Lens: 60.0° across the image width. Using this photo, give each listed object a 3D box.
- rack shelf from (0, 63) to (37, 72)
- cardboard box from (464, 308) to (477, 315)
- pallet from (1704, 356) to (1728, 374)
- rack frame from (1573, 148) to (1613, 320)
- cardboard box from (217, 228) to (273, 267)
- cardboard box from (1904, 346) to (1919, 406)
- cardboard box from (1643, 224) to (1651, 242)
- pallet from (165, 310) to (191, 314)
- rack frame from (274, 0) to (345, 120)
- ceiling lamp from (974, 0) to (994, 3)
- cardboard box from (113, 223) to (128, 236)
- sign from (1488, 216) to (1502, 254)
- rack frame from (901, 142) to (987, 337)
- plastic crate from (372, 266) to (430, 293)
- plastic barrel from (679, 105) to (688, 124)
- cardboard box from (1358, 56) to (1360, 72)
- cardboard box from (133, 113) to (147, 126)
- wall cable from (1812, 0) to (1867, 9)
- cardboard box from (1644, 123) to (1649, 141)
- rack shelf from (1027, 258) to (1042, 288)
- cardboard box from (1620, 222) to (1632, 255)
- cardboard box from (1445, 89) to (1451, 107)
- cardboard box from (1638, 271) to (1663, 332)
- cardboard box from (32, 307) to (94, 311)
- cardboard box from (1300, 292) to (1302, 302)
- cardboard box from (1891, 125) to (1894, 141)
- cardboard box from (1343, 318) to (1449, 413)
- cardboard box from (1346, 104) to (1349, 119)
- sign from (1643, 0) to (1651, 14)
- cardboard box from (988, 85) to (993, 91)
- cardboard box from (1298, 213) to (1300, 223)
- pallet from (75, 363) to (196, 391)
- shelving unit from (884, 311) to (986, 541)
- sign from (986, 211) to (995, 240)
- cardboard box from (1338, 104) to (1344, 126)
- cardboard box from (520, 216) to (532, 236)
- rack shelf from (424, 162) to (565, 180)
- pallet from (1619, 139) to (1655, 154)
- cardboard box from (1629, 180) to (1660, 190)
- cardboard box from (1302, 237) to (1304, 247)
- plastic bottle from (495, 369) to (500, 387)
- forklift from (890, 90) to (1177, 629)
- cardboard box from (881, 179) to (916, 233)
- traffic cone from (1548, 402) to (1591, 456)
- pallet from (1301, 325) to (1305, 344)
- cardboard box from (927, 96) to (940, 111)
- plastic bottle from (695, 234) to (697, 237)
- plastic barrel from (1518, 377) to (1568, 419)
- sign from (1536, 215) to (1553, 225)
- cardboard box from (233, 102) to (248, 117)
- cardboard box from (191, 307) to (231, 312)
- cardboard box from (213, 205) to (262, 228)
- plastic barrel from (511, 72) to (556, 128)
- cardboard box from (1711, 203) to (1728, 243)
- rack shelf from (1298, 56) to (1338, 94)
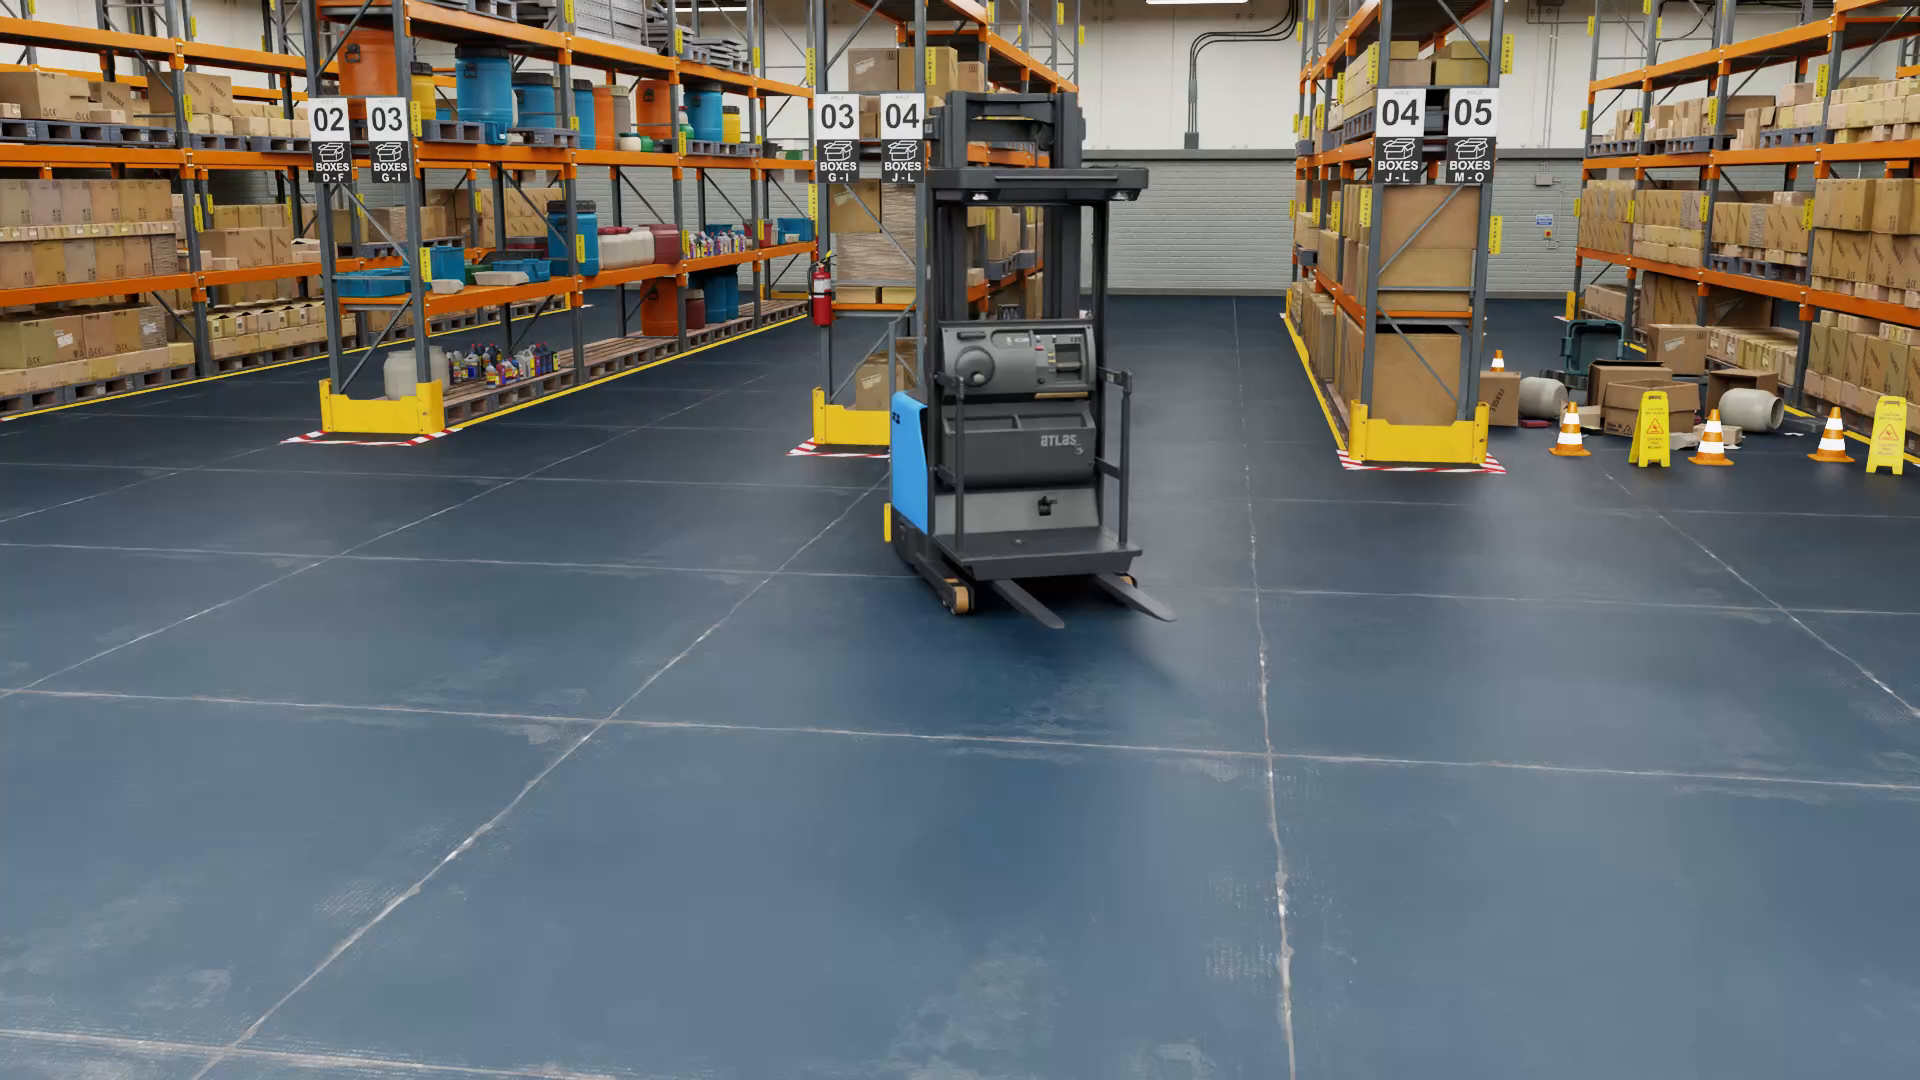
[{"bbox_3d":[-14.565,-6.496,22.930,1.077,0.370,4.000,2,12,9],"label":"rack shelf"},{"bbox_3d":[-8.540,-4.080,28.196,0.500,0.500,0.500,2,12,8],"label":"cardboard box"},{"bbox_3d":[10.096,-2.198,21.191,1.003,0.211,1.213,2,12,9],"label":"pallet"},{"bbox_3d":[11.448,-5.389,29.380,1.000,3.000,0.127,2,12,9],"label":"rack frame"},{"bbox_3d":[-9.685,-3.956,22.493,0.500,0.500,0.500,2,12,9],"label":"cardboard box"},{"bbox_3d":[8.853,-1.461,14.904,0.500,0.500,0.500,2,12,9],"label":"cardboard box"},{"bbox_3d":[10.434,-4.536,24.589,0.500,0.250,0.500,2,12,10],"label":"cardboard box"},{"bbox_3d":[-13.687,-3.833,28.777,1.003,0.211,1.213,2,12,9],"label":"pallet"},{"bbox_3d":[-9.362,-7.299,24.003,1.000,3.000,0.127,2,12,9],"label":"rack frame"},{"bbox_3d":[-0.337,-12.134,32.581,2.000,3.185,0.800,2,12,9],"label":"ceiling lamp"},{"bbox_3d":[-9.966,-3.625,19.415,0.380,0.149,0.250,2,12,8],"label":"cardboard box"},{"bbox_3d":[4.628,-2.640,14.383,0.100,0.325,0.005,2,12,9],"label":"sign"},{"bbox_3d":[-0.190,-3.212,19.279,1.000,3.000,0.127,2,12,9],"label":"rack frame"},{"bbox_3d":[-5.812,-2.716,17.330,0.499,0.251,0.408,2,12,9],"label":"plastic crate"},{"bbox_3d":[-4.345,-6.317,25.247,0.433,0.535,0.433,0,12,0],"label":"plastic barrel"},{"bbox_3d":[4.032,-4.584,15.993,0.380,0.149,0.250,2,12,9],"label":"cardboard box"},{"bbox_3d":[-13.908,-6.792,27.486,0.700,0.500,0.500,2,12,8],"label":"cardboard box"},{"bbox_3d":[18.486,-12.014,32.678,2.988,3.039,0.133,2,12,9],"label":"wall cable"},{"bbox_3d":[10.410,-6.070,24.739,0.396,0.266,0.258,2,12,8],"label":"cardboard box"},{"bbox_3d":[0.733,-4.110,25.150,1.077,0.370,4.000,2,12,9],"label":"rack shelf"},{"bbox_3d":[10.652,-4.710,25.992,0.500,0.500,0.500,2,12,9],"label":"cardboard box"},{"bbox_3d":[4.450,-3.856,14.510,0.380,0.149,0.250,2,12,9],"label":"cardboard box"},{"bbox_3d":[10.816,-3.591,25.085,0.875,0.875,0.875,2,12,10],"label":"cardboard box"},{"bbox_3d":[-10.512,-2.467,19.571,0.500,0.500,0.500,2,12,9],"label":"cardboard box"},{"bbox_3d":[5.724,-3.935,26.992,0.380,0.149,0.250,2,12,9],"label":"cardboard box"},{"bbox_3d":[9.074,-3.856,15.743,0.380,0.149,0.250,2,12,9],"label":"cardboard box"},{"bbox_3d":[4.253,-1.691,16.266,0.875,0.875,0.875,2,12,8],"label":"cardboard box"},{"bbox_3d":[4.226,-4.458,17.299,0.380,0.149,0.250,2,12,9],"label":"cardboard box"},{"bbox_3d":[10.288,-8.046,24.876,0.100,0.325,0.005,2,12,9],"label":"sign"},{"bbox_3d":[-0.020,-5.029,19.347,0.797,0.503,0.637,1,12,6],"label":"cardboard box"},{"bbox_3d":[5.291,-4.839,25.013,0.380,0.149,0.250,2,12,8],"label":"cardboard box"},{"bbox_3d":[-10.141,-2.007,20.303,1.003,0.211,1.213,2,12,9],"label":"pallet"},{"bbox_3d":[-0.145,-0.830,11.783,0.587,1.500,1.083,2,12,9],"label":"shelving unit"},{"bbox_3d":[0.348,-3.619,19.113,0.100,0.325,0.005,2,12,9],"label":"sign"},{"bbox_3d":[4.668,-4.942,19.306,0.500,0.250,0.500,2,12,8],"label":"cardboard box"},{"bbox_3d":[-8.168,-5.662,30.409,0.500,0.500,0.500,2,12,8],"label":"cardboard box"},{"bbox_3d":[-8.440,-6.730,30.191,1.077,0.370,4.000,2,12,9],"label":"rack shelf"},{"bbox_3d":[10.969,-6.149,25.998,1.003,0.211,1.213,2,12,9],"label":"pallet"},{"bbox_3d":[10.566,-5.486,25.677,0.380,0.149,0.250,2,12,7],"label":"cardboard box"},{"bbox_3d":[5.054,-4.220,23.555,0.380,0.149,0.250,2,12,8],"label":"cardboard box"},{"bbox_3d":[-5.096,-1.776,18.212,0.097,0.201,0.097,0,12,0],"label":"plastic bottle"},{"bbox_3d":[0.407,-1.097,9.624,1.130,2.935,3.031,-3,13,-14],"label":"forklift"},{"bbox_3d":[-0.451,-3.168,15.758,0.500,0.500,0.500,2,12,9],"label":"cardboard box"},{"bbox_3d":[5.565,-1.022,15.138,0.336,0.463,0.334,2,12,9],"label":"traffic cone"},{"bbox_3d":[5.808,-3.171,25.704,1.003,0.211,1.213,2,12,9],"label":"pallet"},{"bbox_3d":[-0.399,-4.068,15.540,0.380,0.149,0.250,2,12,10],"label":"cardboard box"},{"bbox_3d":[-4.352,-4.891,27.344,0.061,0.283,0.133,2,12,9],"label":"plastic bottle"},{"bbox_3d":[6.037,-1.485,17.380,0.421,0.421,0.512,-10,16,-40],"label":"plastic barrel"},{"bbox_3d":[12.254,-6.710,34.868,0.327,0.218,0.001,2,12,9],"label":"sign"},{"bbox_3d":[-13.183,-7.619,29.950,0.500,0.500,0.500,2,12,7],"label":"cardboard box"},{"bbox_3d":[-10.046,-2.975,22.377,0.500,0.311,0.500,2,12,8],"label":"cardboard box"},{"bbox_3d":[-13.425,-5.770,30.434,0.980,0.700,0.700,2,12,7],"label":"cardboard box"},{"bbox_3d":[-5.220,-5.197,20.178,0.600,0.901,0.708,2,12,9],"label":"plastic barrel"},{"bbox_3d":[9.920,-4.037,21.166,0.500,0.500,0.500,2,12,7],"label":"cardboard box"},{"bbox_3d":[6.234,-7.692,27.539,1.077,0.370,4.000,2,12,9],"label":"rack shelf"}]
